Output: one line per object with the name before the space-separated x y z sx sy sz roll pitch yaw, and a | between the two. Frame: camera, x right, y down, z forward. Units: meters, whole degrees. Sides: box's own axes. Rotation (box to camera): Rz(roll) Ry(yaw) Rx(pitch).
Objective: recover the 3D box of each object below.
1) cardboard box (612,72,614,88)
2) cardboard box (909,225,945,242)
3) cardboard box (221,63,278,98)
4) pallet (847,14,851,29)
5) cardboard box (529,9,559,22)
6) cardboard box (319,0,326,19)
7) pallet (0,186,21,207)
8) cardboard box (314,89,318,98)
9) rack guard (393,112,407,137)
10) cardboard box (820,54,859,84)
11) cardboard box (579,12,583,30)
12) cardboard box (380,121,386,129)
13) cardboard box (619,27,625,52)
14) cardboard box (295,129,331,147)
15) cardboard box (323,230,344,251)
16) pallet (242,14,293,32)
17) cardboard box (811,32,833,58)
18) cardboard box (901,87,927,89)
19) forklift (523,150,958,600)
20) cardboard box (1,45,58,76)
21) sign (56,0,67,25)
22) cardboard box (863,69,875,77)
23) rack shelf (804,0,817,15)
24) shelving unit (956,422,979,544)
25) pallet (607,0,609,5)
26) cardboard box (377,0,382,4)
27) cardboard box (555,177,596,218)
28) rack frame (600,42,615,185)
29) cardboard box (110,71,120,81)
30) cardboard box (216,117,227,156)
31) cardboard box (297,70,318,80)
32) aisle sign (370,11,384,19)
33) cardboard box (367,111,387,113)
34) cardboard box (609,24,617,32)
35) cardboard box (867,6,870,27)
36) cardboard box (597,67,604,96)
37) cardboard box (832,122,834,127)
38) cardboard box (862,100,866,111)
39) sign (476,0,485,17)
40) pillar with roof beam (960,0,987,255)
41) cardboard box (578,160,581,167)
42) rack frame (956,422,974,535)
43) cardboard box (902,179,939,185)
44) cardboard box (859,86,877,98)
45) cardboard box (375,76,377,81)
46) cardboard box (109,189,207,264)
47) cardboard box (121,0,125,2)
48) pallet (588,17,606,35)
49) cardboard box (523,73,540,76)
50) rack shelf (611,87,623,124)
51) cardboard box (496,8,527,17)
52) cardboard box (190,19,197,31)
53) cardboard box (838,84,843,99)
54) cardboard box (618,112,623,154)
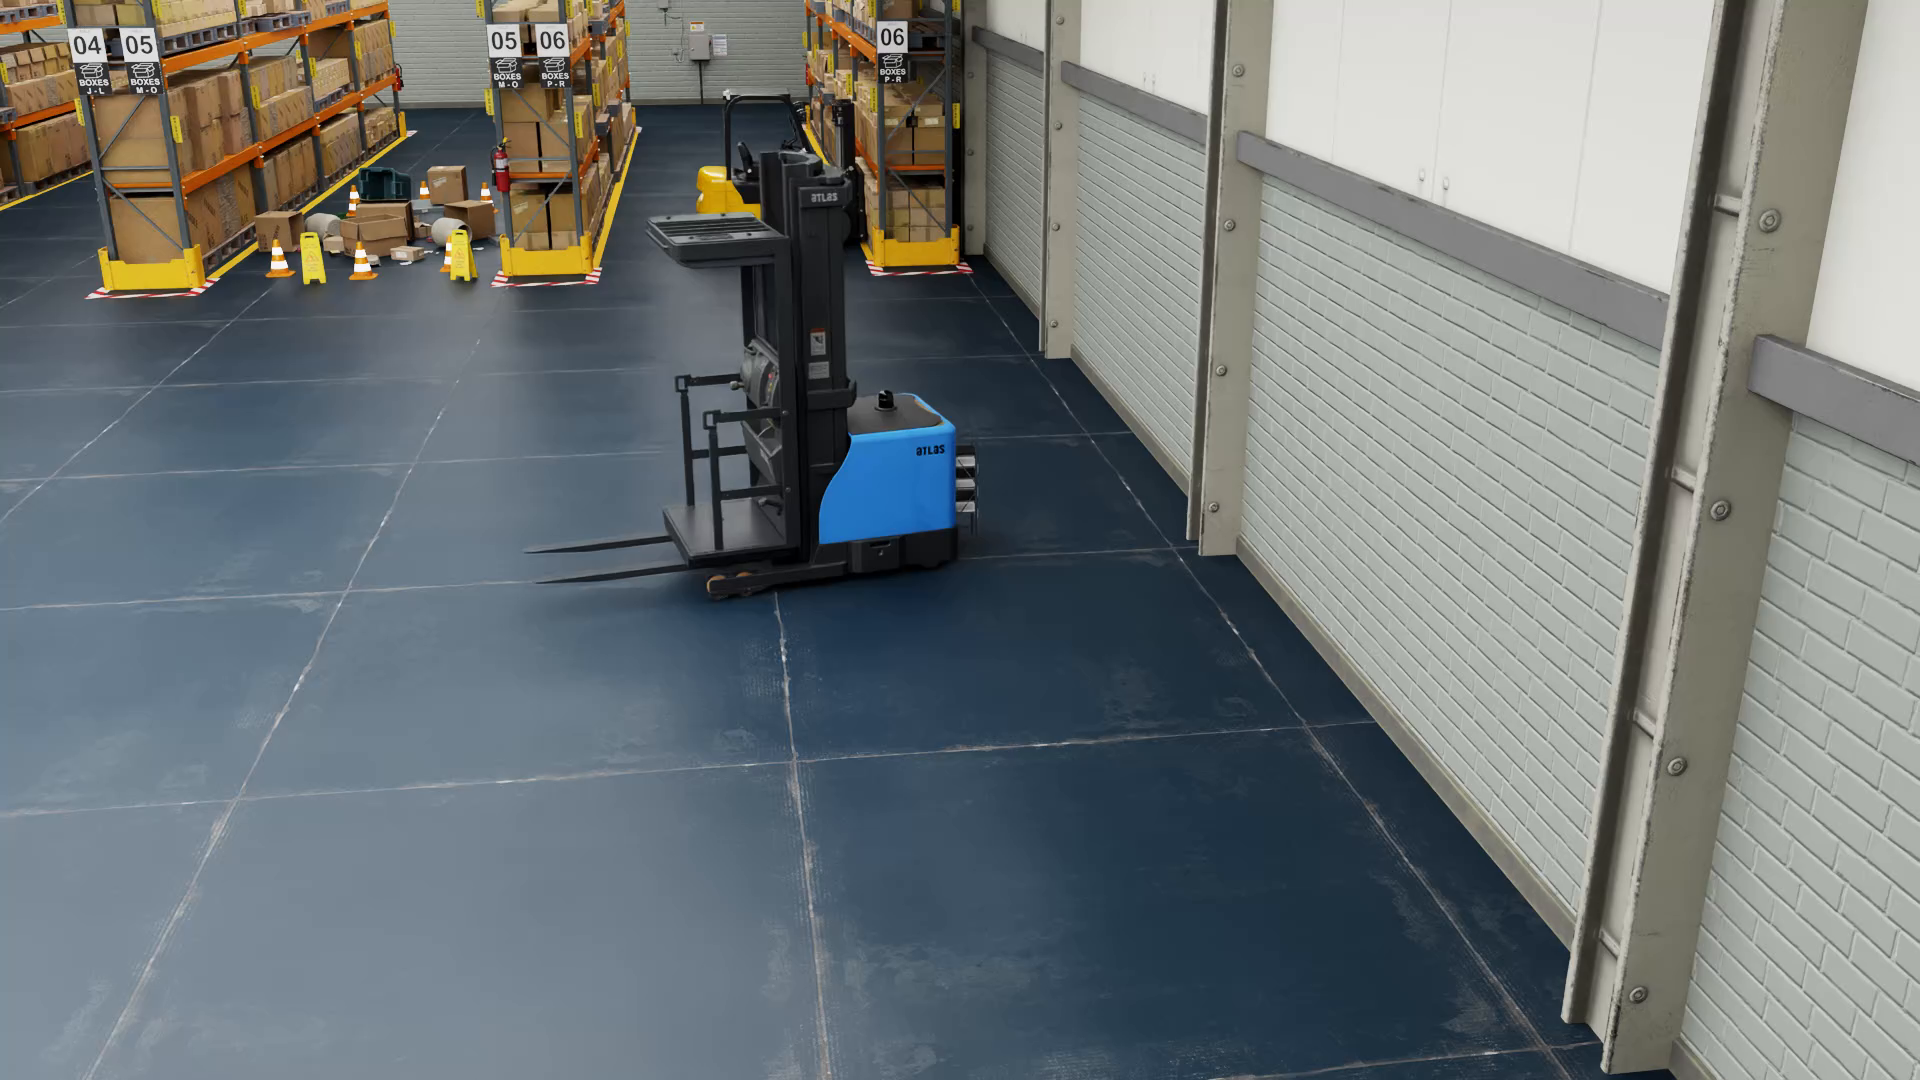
cardboard box | -6.632 -8.453 30.560 0.500 0.250 0.500 -3 21 -8
cardboard box | -0.483 -4.319 23.323 0.500 0.250 0.500 -3 21 -8
cardboard box | -11.275 -7.294 26.386 0.700 0.500 0.500 -3 21 -8
pallet | -1.322 -8.236 26.466 0.805 0.209 1.217 -4 21 -10
cardboard box | -5.366 -6.773 21.496 0.380 0.149 0.250 -3 21 -8
cardboard box | -11.529 -9.473 29.362 0.500 0.500 0.500 -3 21 -8
pallet | -16.365 -5.672 27.601 1.003 0.211 1.213 -3 21 -8
cardboard box | -11.457 -7.801 29.075 0.380 0.149 0.250 -2 21 -5
rack guard | -12.696 -9.037 36.196 1.175 0.500 0.348 -3 21 -8
cardboard box | -2.299 -8.999 31.780 0.700 0.500 0.500 -3 21 -8
cardboard box | -5.630 -7.347 23.601 0.500 0.250 0.500 -3 21 -9
cardboard box | -12.166 -8.618 34.552 0.380 0.149 0.250 -2 21 -5
cardboard box | -7.346 -10.528 35.045 0.500 0.500 0.500 -3 21 -8
cardboard box | -11.414 -7.092 29.318 0.500 0.250 0.500 -4 21 -10
cardboard box | -8.907 -4.296 23.839 0.396 0.266 0.258 1 20 2
pallet | -11.244 -8.173 26.296 1.003 0.211 1.213 -2 21 -5
cardboard box | -2.896 -10.501 35.261 0.500 0.500 0.500 -2 21 -6
cardboard box | -0.675 -6.656 24.755 0.380 0.149 0.250 -3 21 -9
forklift | -1.588 -1.166 11.648 3.031 2.935 1.130 -7 22 -19
cardboard box | -16.865 -8.692 30.124 0.797 0.503 0.637 -3 21 -7
sign | -10.939 -6.455 20.271 0.100 0.325 0.005 -3 21 -8
cardboard box | -1.511 -8.249 29.444 0.380 0.149 0.250 -2 21 -6
rack shelf | -2.624 -11.146 35.012 1.077 0.370 4.000 -3 21 -8
shelving unit | -0.001 -0.424 12.566 0.258 0.900 0.210 -3 21 -8
pallet | -7.066 -10.134 31.549 0.805 0.209 1.217 -4 21 -10
cardboard box | -12.299 -11.248 34.473 0.500 0.250 0.500 -3 21 -8
cardboard box | -5.507 -4.895 23.793 0.500 0.500 0.500 -3 21 -7
rack frame | -6.670 -7.749 29.176 1.000 3.000 0.127 -3 21 -8
cardboard box | -17.009 -9.230 32.932 0.500 0.250 0.500 -2 21 -6
cardboard box | -10.849 -5.640 23.315 0.875 0.550 0.550 -3 21 -8
cardboard box | -11.501 -8.170 29.211 0.380 0.149 0.250 -3 21 -8
aisle sign | -12.421 -11.492 35.483 0.394 0.787 0.004 -3 21 -8
cardboard box | -12.263 -8.937 34.982 0.380 0.149 0.250 -4 21 -10
cardboard box | -7.142 -10.339 33.611 0.380 0.149 0.250 -3 21 -8
cardboard box | -1.062 -7.176 22.803 0.396 0.266 0.258 -3 21 -8
cardboard box | -6.092 -7.446 27.197 0.500 0.500 0.500 -4 21 -10
cardboard box | -2.244 -7.949 31.756 0.380 0.149 0.250 -4 21 -10
cardboard box | -1.240 -6.398 24.489 0.380 0.149 0.250 -4 21 -9
sign | -6.069 -6.778 21.023 0.100 0.325 0.005 -3 21 -8
pillar with roof beam | -4.074 -8.110 21.569 9.100 9.000 0.400 -3 21 -8
cardboard box | -5.369 -5.172 22.635 0.380 0.149 0.250 -4 21 -9
rack frame | -0.016 -0.460 12.660 0.240 0.900 0.006 -3 21 -8
cardboard box | -0.563 -4.956 23.600 0.500 0.250 0.500 -3 21 -8
cardboard box | -1.321 -6.712 24.905 0.380 0.149 0.250 -2 21 -7
cardboard box | -12.282 -9.567 34.403 0.380 0.149 0.250 -4 21 -10
cardboard box | -10.564 -4.127 21.915 0.875 0.875 0.875 -3 21 -7
cardboard box | -10.895 -6.963 21.262 0.380 0.149 0.250 -3 21 -7
pallet | -6.077 -7.900 25.562 1.213 0.211 1.003 -3 21 -8
cardboard box | -6.047 -6.146 22.888 0.700 0.500 0.500 -3 21 -8
rack shelf | -6.958 -8.104 31.155 1.077 0.370 4.000 -3 21 -8
cardboard box | -5.912 -6.921 21.891 0.380 0.149 0.250 -3 21 -8
cardboard box | -10.315 -6.797 21.956 0.380 0.149 0.250 -3 21 -8
cardboard box | -1.808 -7.643 28.392 0.500 0.250 0.500 -3 21 -9
cardboard box | -6.940 -7.812 31.782 0.875 0.875 0.875 -2 21 -6
